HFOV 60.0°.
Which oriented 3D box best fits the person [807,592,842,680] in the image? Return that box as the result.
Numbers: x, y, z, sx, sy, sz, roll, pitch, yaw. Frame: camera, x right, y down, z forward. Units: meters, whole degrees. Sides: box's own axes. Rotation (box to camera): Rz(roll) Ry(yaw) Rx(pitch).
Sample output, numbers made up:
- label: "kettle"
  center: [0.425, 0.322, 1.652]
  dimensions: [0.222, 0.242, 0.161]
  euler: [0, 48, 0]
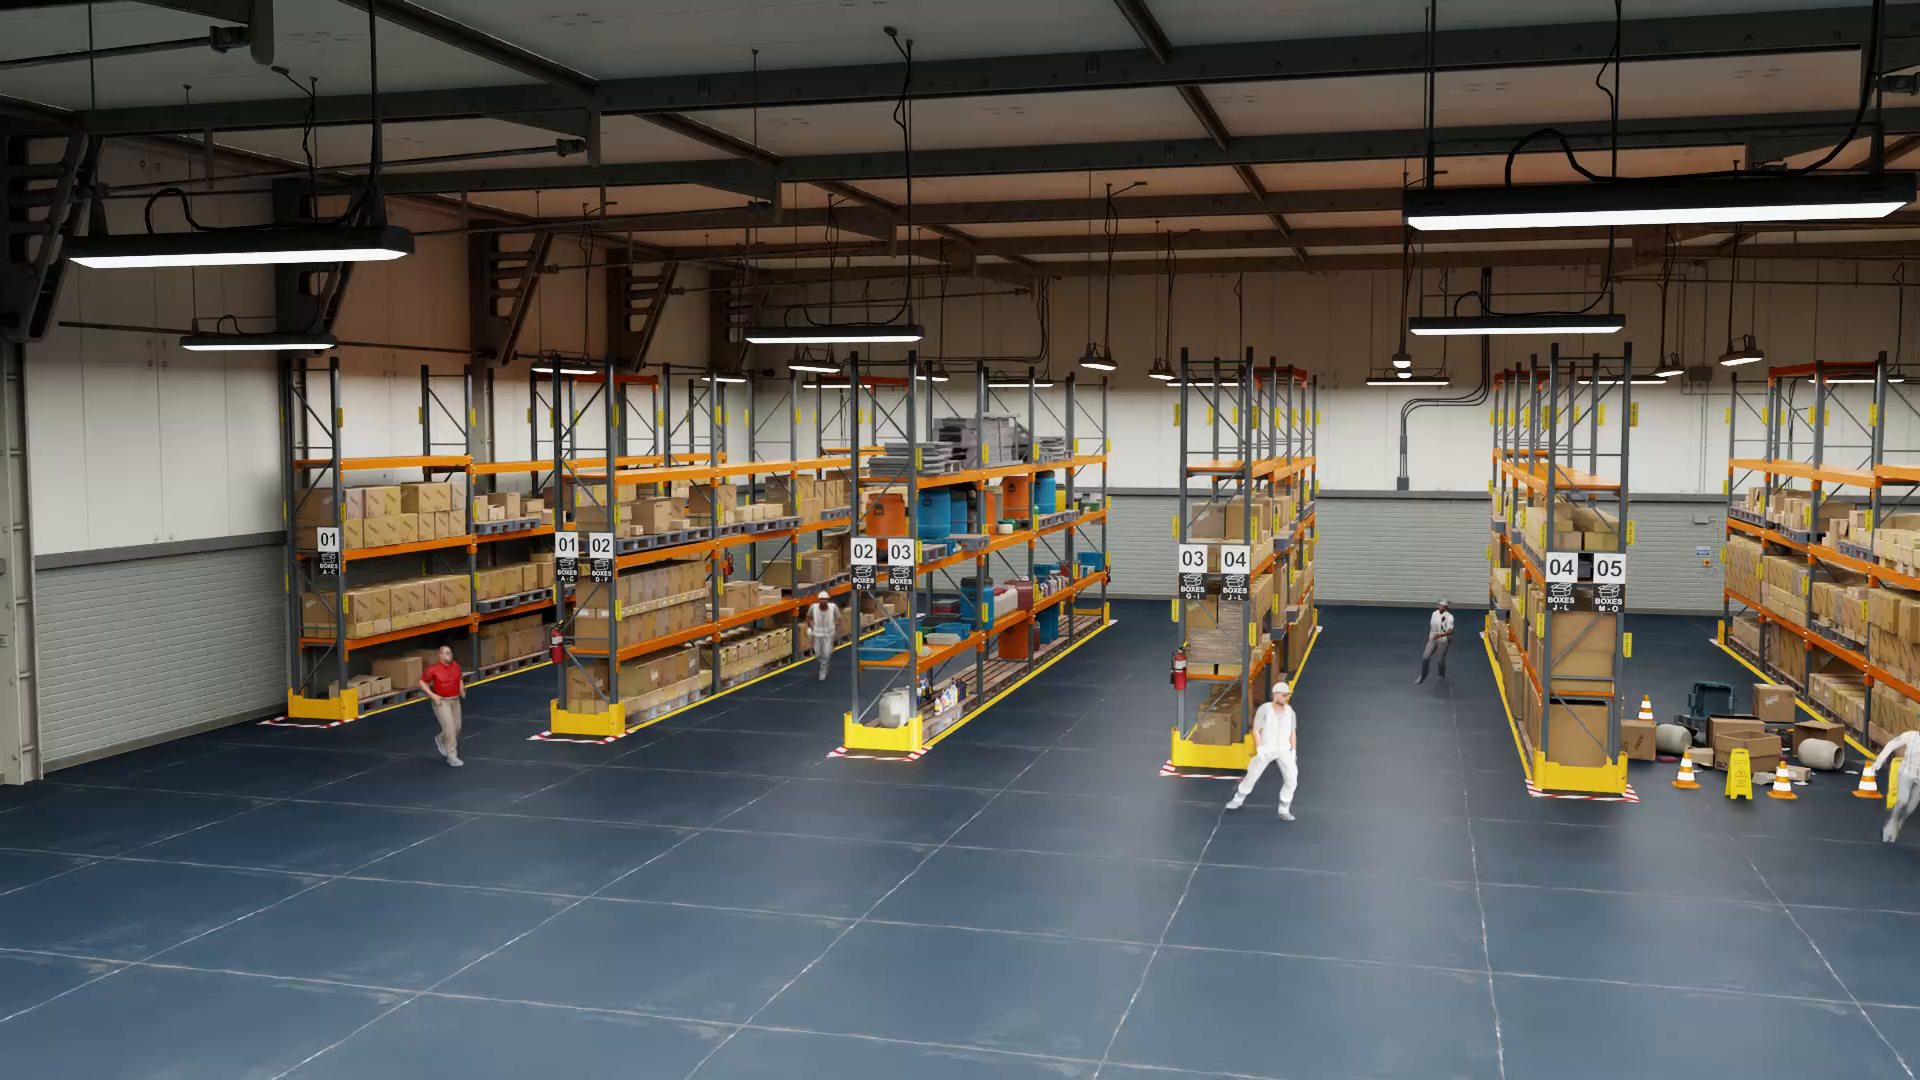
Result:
- label: "person"
  center: [-2.582, 1.809, 31.552]
  dimensions: [0.659, 1.704, 0.709]
  euler: [0, 4, -4]

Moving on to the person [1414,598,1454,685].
- label: "person"
  center: [8.907, 1.886, 31.030]
  dimensions: [0.659, 1.646, 0.784]
  euler: [3, 5, 39]

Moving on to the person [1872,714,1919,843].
- label: "person"
  center: [11.176, 2.793, 19.463]
  dimensions: [0.770, 1.594, 0.642]
  euler: [1, 4, 15]

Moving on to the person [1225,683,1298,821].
- label: "person"
  center: [3.790, 2.615, 20.814]
  dimensions: [0.840, 1.721, 0.736]
  euler: [0, 4, -7]

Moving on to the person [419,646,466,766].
- label: "person"
  center: [-7.489, 2.388, 24.113]
  dimensions: [0.780, 1.723, 0.680]
  euler: [3, 5, 37]
